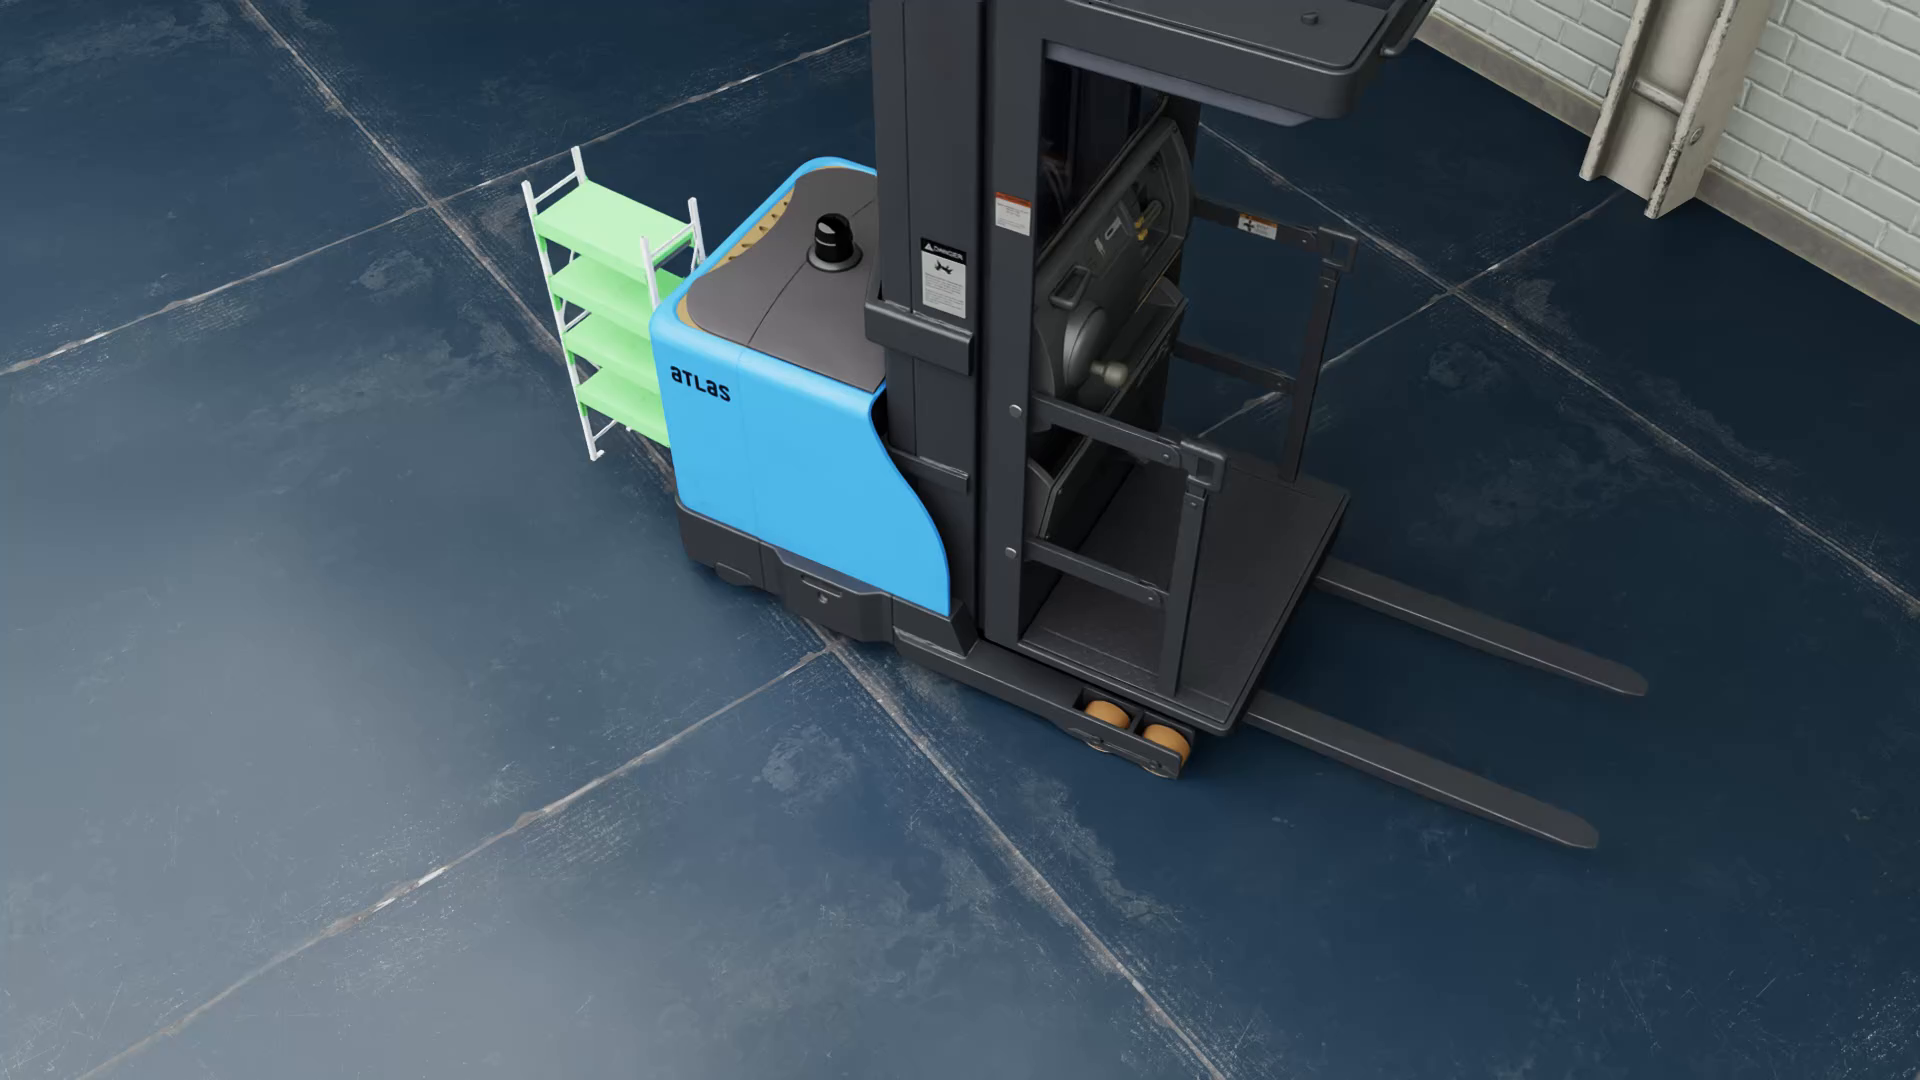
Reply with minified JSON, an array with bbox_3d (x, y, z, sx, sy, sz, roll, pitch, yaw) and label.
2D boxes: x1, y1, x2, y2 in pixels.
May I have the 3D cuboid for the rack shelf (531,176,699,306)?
[{"bbox_3d":[-1.075,-0.945,5.229,0.480,0.148,0.258,27,54,23],"label":"rack shelf"}]

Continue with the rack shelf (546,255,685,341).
[{"bbox_3d":[-1.071,-0.783,5.406,0.480,0.148,0.258,27,54,23],"label":"rack shelf"}]

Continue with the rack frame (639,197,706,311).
[{"bbox_3d":[-0.869,-0.563,5.440,0.015,1.200,0.240,27,54,23],"label":"rack frame"}]

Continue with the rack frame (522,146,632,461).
[{"bbox_3d":[-1.268,-0.766,5.633,0.015,1.200,0.240,27,54,23],"label":"rack frame"}]

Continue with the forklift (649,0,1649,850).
[{"bbox_3d":[0.604,-0.714,4.419,3.031,2.935,1.130,22,51,19],"label":"forklift"}]

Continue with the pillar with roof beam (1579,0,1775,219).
[{"bbox_3d":[-0.516,-2.618,2.049,9.100,9.000,0.400,-29,54,-24],"label":"pillar with roof beam"}]

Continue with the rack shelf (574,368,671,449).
[{"bbox_3d":[-1.064,-0.459,5.761,0.480,0.148,0.258,27,54,23],"label":"rack shelf"}]

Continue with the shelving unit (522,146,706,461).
[{"bbox_3d":[-1.068,-0.664,5.536,0.503,1.200,0.258,27,54,23],"label":"shelving unit"}]

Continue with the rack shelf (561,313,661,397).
[{"bbox_3d":[-1.067,-0.621,5.584,0.480,0.148,0.258,27,54,23],"label":"rack shelf"}]
